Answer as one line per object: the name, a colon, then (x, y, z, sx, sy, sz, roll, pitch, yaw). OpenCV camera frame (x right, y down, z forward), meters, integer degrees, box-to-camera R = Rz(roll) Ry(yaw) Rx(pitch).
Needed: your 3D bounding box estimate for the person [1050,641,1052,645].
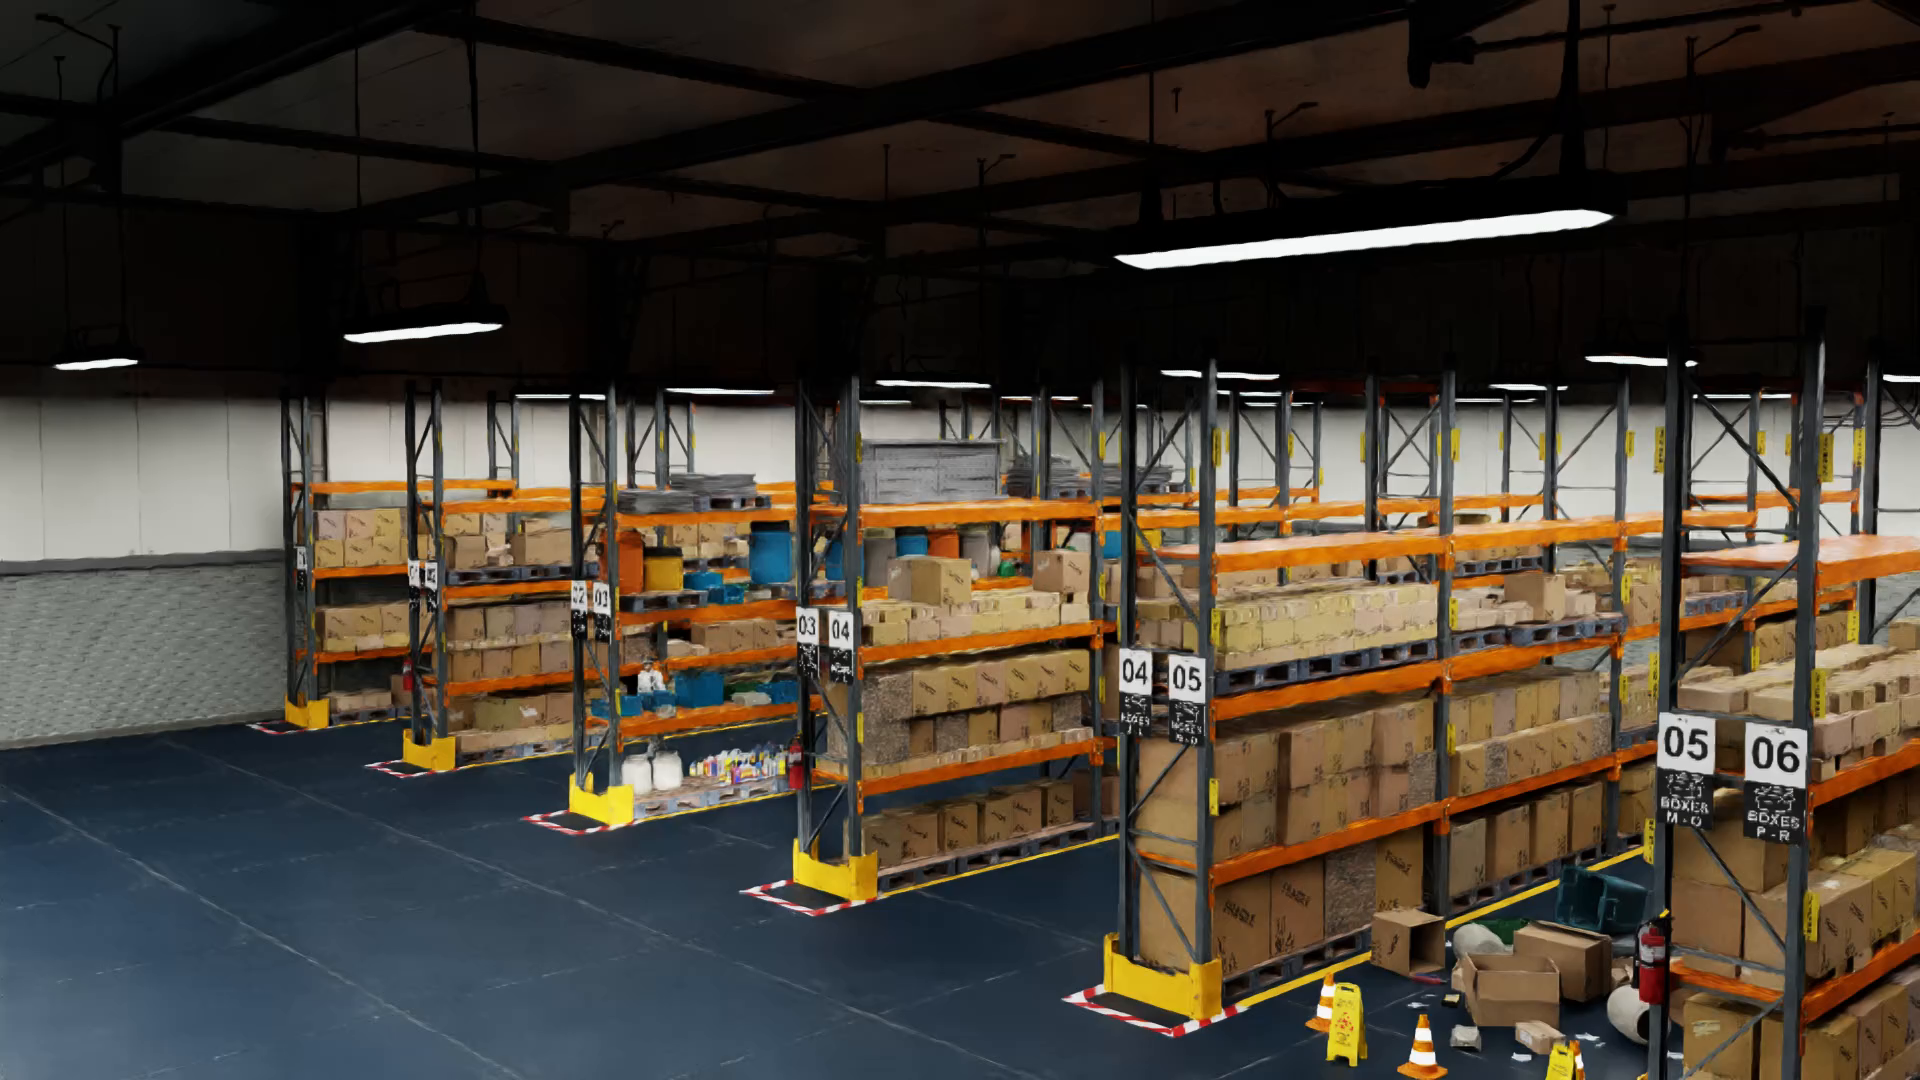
person: (1.507, 2.306, 31.237, 0.701, 1.714, 0.868, 3, 5, 43)

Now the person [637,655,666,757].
person: (-4.979, 2.640, 26.810, 0.529, 1.620, 0.933, 2, 4, 24)
